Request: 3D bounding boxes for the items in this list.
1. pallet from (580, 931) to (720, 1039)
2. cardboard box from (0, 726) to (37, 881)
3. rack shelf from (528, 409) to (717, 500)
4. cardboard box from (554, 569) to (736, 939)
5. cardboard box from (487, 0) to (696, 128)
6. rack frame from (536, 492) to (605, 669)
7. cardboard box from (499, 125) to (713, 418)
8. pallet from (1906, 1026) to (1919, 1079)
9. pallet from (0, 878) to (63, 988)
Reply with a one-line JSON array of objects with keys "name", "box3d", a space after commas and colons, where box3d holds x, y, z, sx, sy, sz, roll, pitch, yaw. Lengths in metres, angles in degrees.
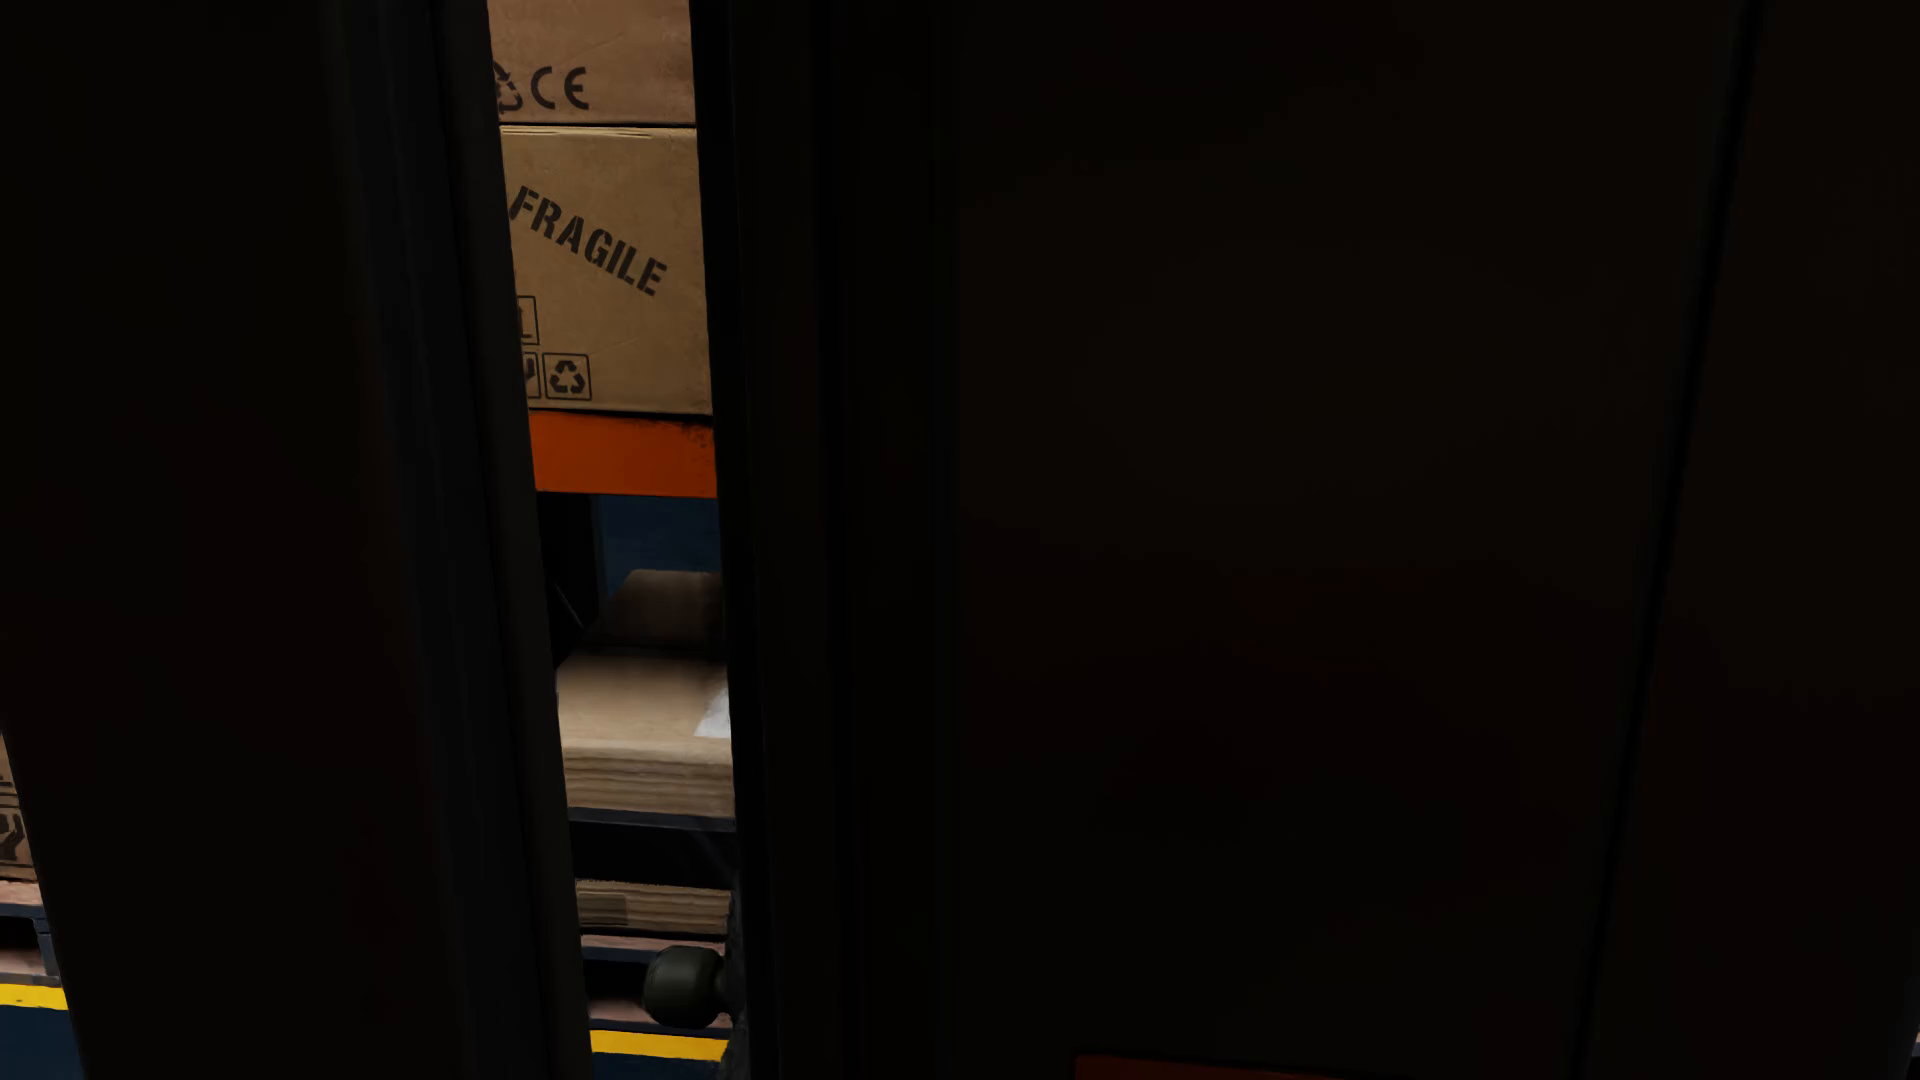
[{"name": "pallet", "box3d": [-0.279, 0.740, 3.781, 1.213, 0.211, 1.003, 2, 22, 6]}, {"name": "cardboard box", "box3d": [-1.650, 0.177, 3.731, 0.875, 0.875, 0.875, 3, 22, 8]}, {"name": "rack shelf", "box3d": [0.961, -0.197, 3.337, 4.000, 0.370, 1.077, 2, 22, 6]}, {"name": "cardboard box", "box3d": [-0.414, 0.444, 3.649, 0.875, 0.438, 0.875, 2, 22, 6]}, {"name": "cardboard box", "box3d": [-0.581, -1.021, 2.945, 0.500, 0.500, 0.500, 3, 22, 7]}, {"name": "rack frame", "box3d": [-1.025, -0.618, 3.423, 0.127, 3.000, 1.000, 2, 22, 6]}, {"name": "cardboard box", "box3d": [-0.590, -0.549, 3.112, 0.500, 0.500, 0.500, 3, 22, 8]}, {"name": "pallet", "box3d": [2.144, 0.846, 3.513, 1.213, 0.211, 1.003, 2, 22, 6]}, {"name": "pallet", "box3d": [-1.800, 0.673, 3.951, 1.213, 0.211, 1.003, 2, 22, 6]}]
